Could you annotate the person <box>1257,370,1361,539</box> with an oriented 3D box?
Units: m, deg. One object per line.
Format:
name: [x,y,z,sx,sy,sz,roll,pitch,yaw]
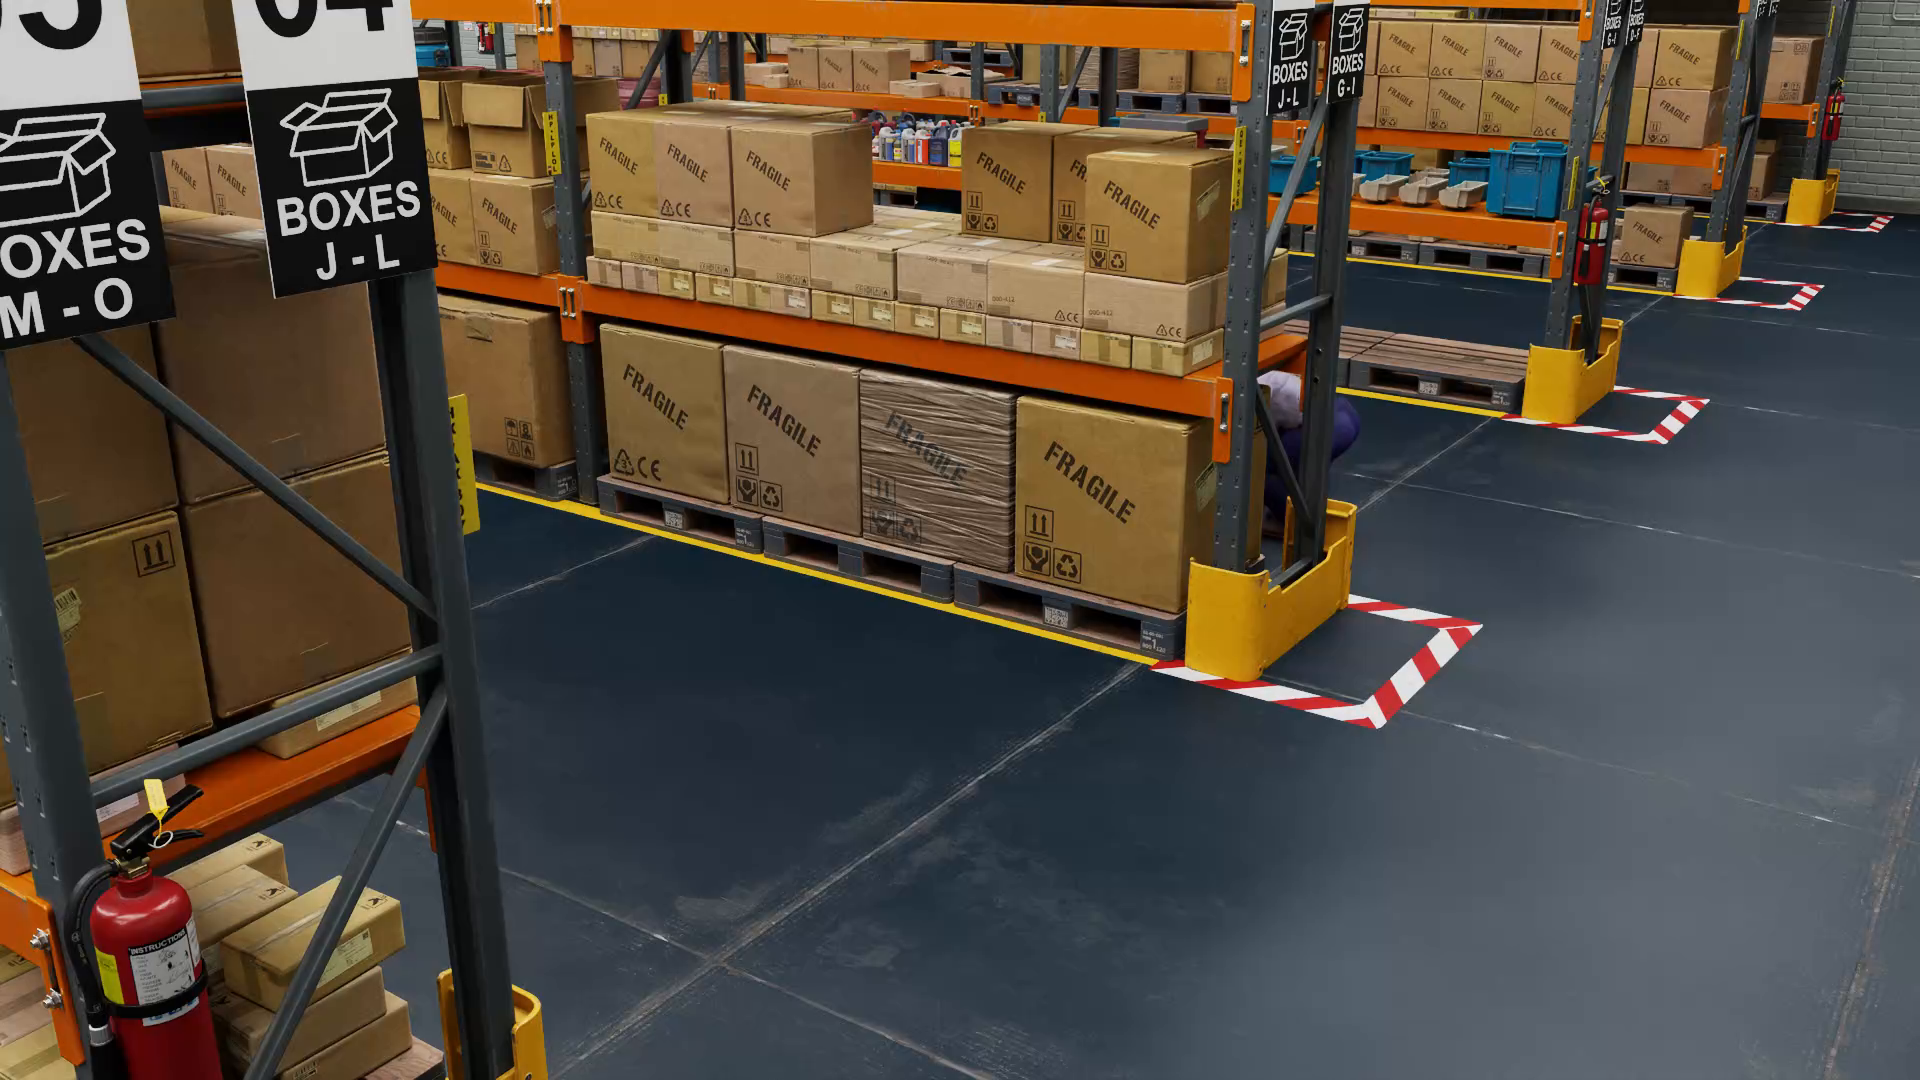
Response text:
person: [1.686,-0.514,9.067,0.792,0.935,0.514,9,22,23]
